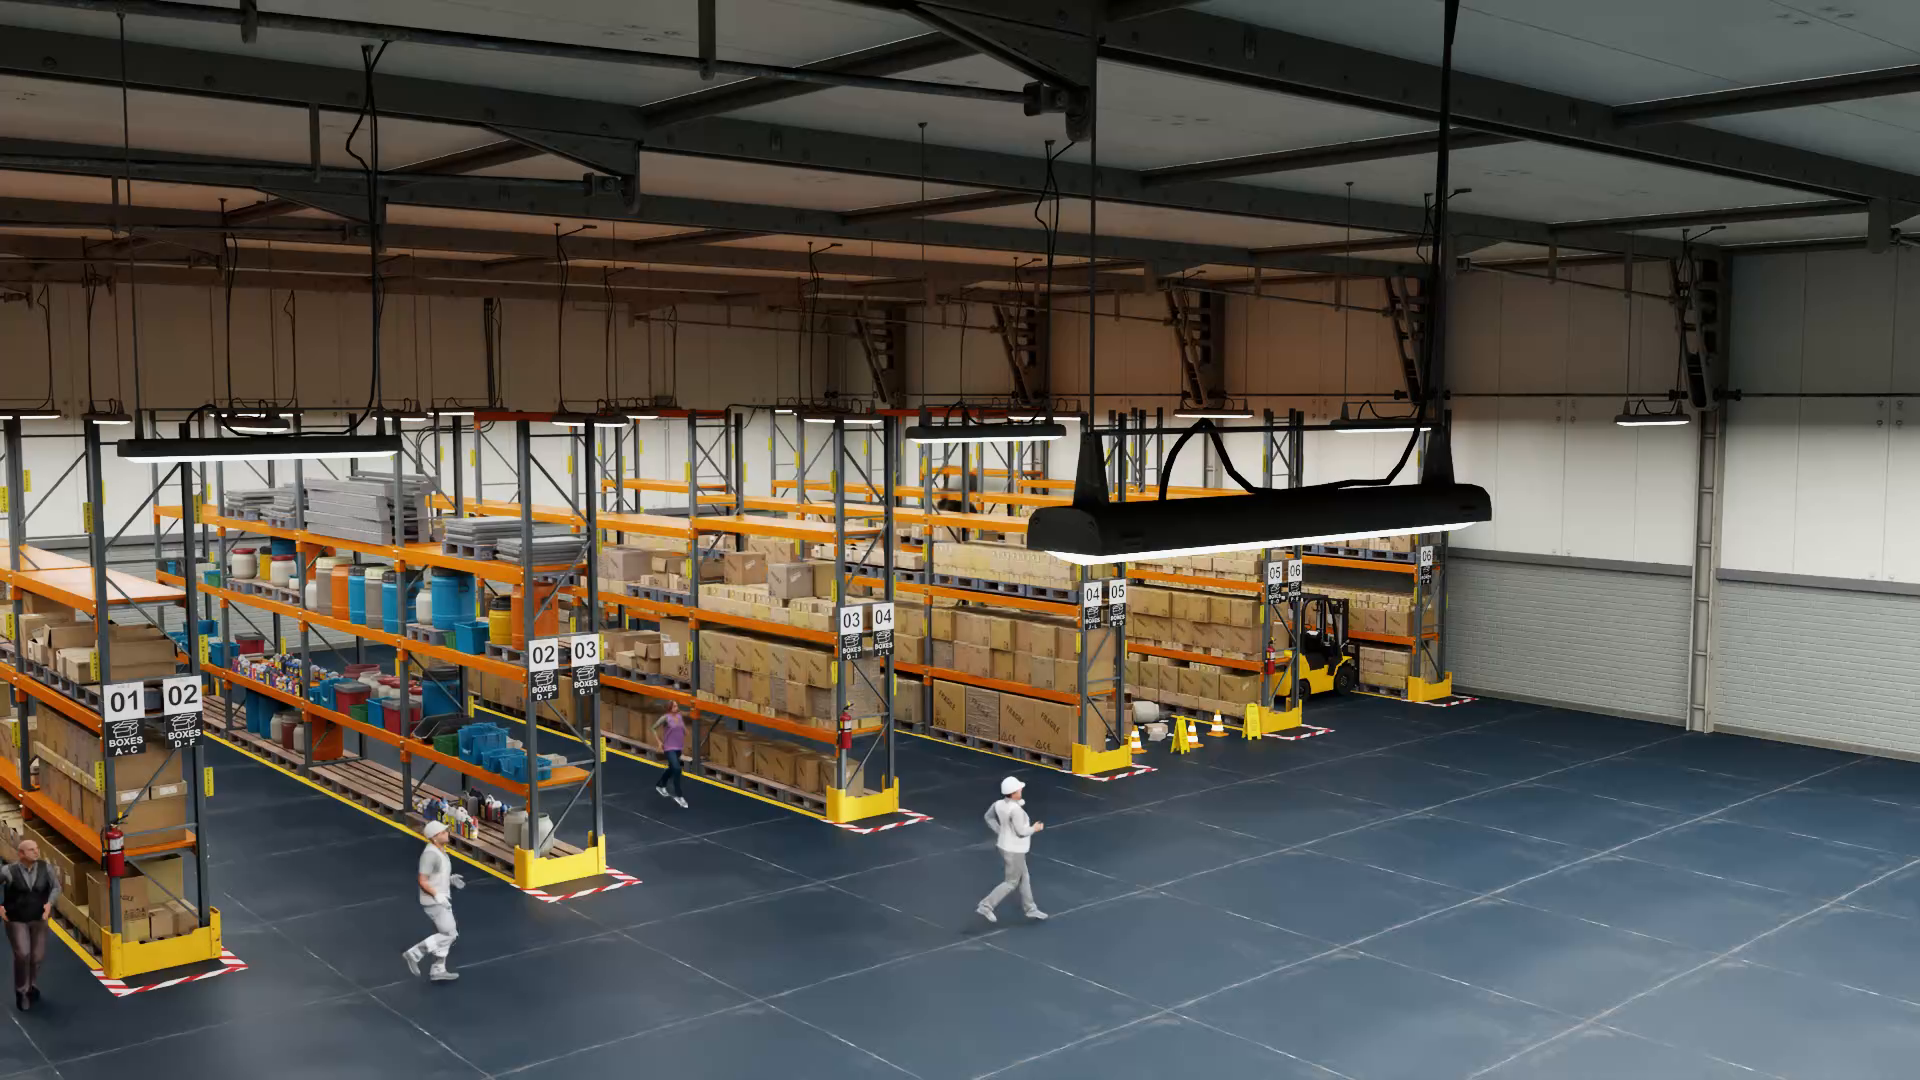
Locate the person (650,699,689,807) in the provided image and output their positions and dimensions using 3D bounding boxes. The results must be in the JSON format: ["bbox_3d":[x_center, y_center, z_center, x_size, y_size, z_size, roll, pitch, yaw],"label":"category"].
[{"bbox_3d":[-4.460,3.264,25.705,0.757,1.636,0.514,3,6,33],"label":"person"}]

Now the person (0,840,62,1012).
[{"bbox_3d":[-9.667,3.972,17.256,0.691,1.735,0.666,5,7,44],"label":"person"}]

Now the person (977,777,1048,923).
[{"bbox_3d":[0.631,3.688,19.749,0.949,1.777,0.657,-2,5,-18],"label":"person"}]

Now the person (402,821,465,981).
[{"bbox_3d":[-5.681,3.889,17.949,0.644,1.752,0.645,-1,5,-14],"label":"person"}]
